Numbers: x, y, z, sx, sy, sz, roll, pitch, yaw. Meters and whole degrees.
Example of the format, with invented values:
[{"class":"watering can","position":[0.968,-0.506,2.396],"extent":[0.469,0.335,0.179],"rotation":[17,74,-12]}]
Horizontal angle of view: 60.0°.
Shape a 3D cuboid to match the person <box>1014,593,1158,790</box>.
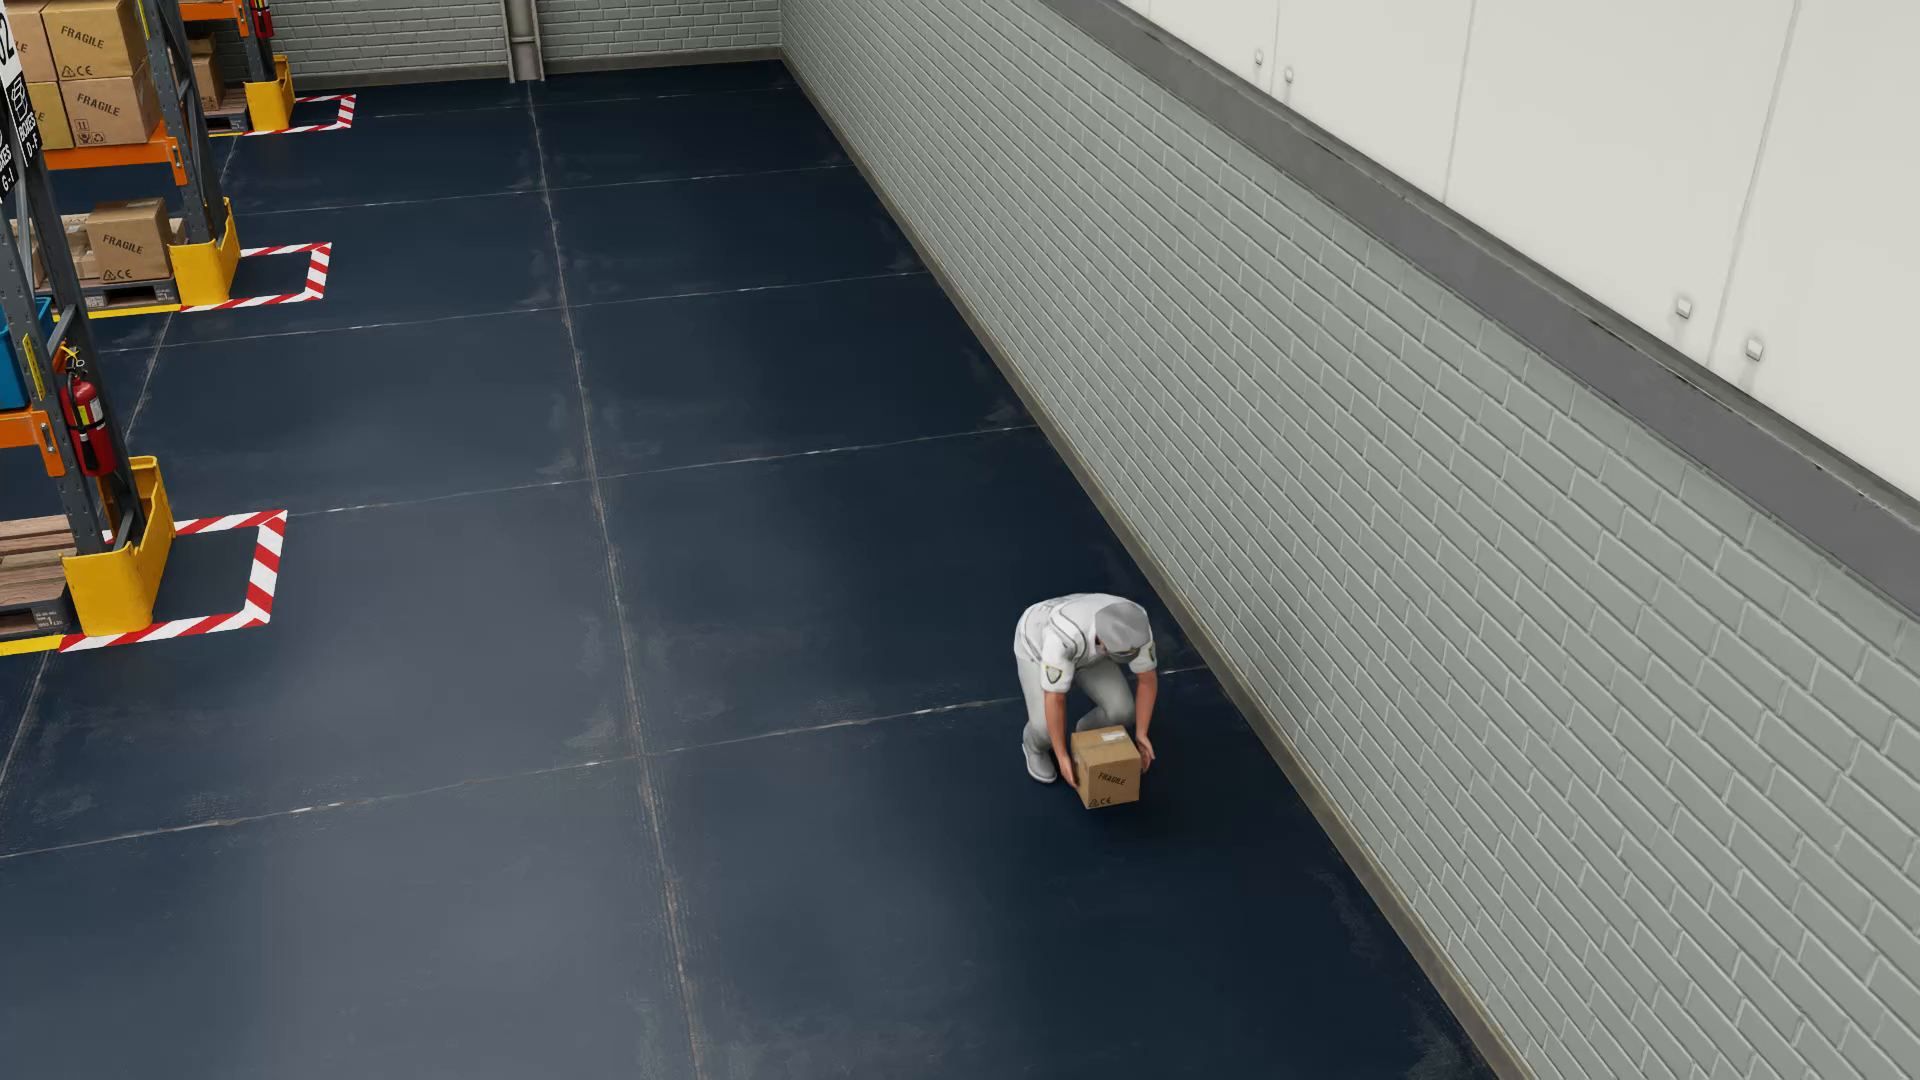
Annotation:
[{"class":"person","position":[0.590,0.642,7.760],"extent":[0.576,1.121,0.912],"rotation":[-8,31,-13]}]
